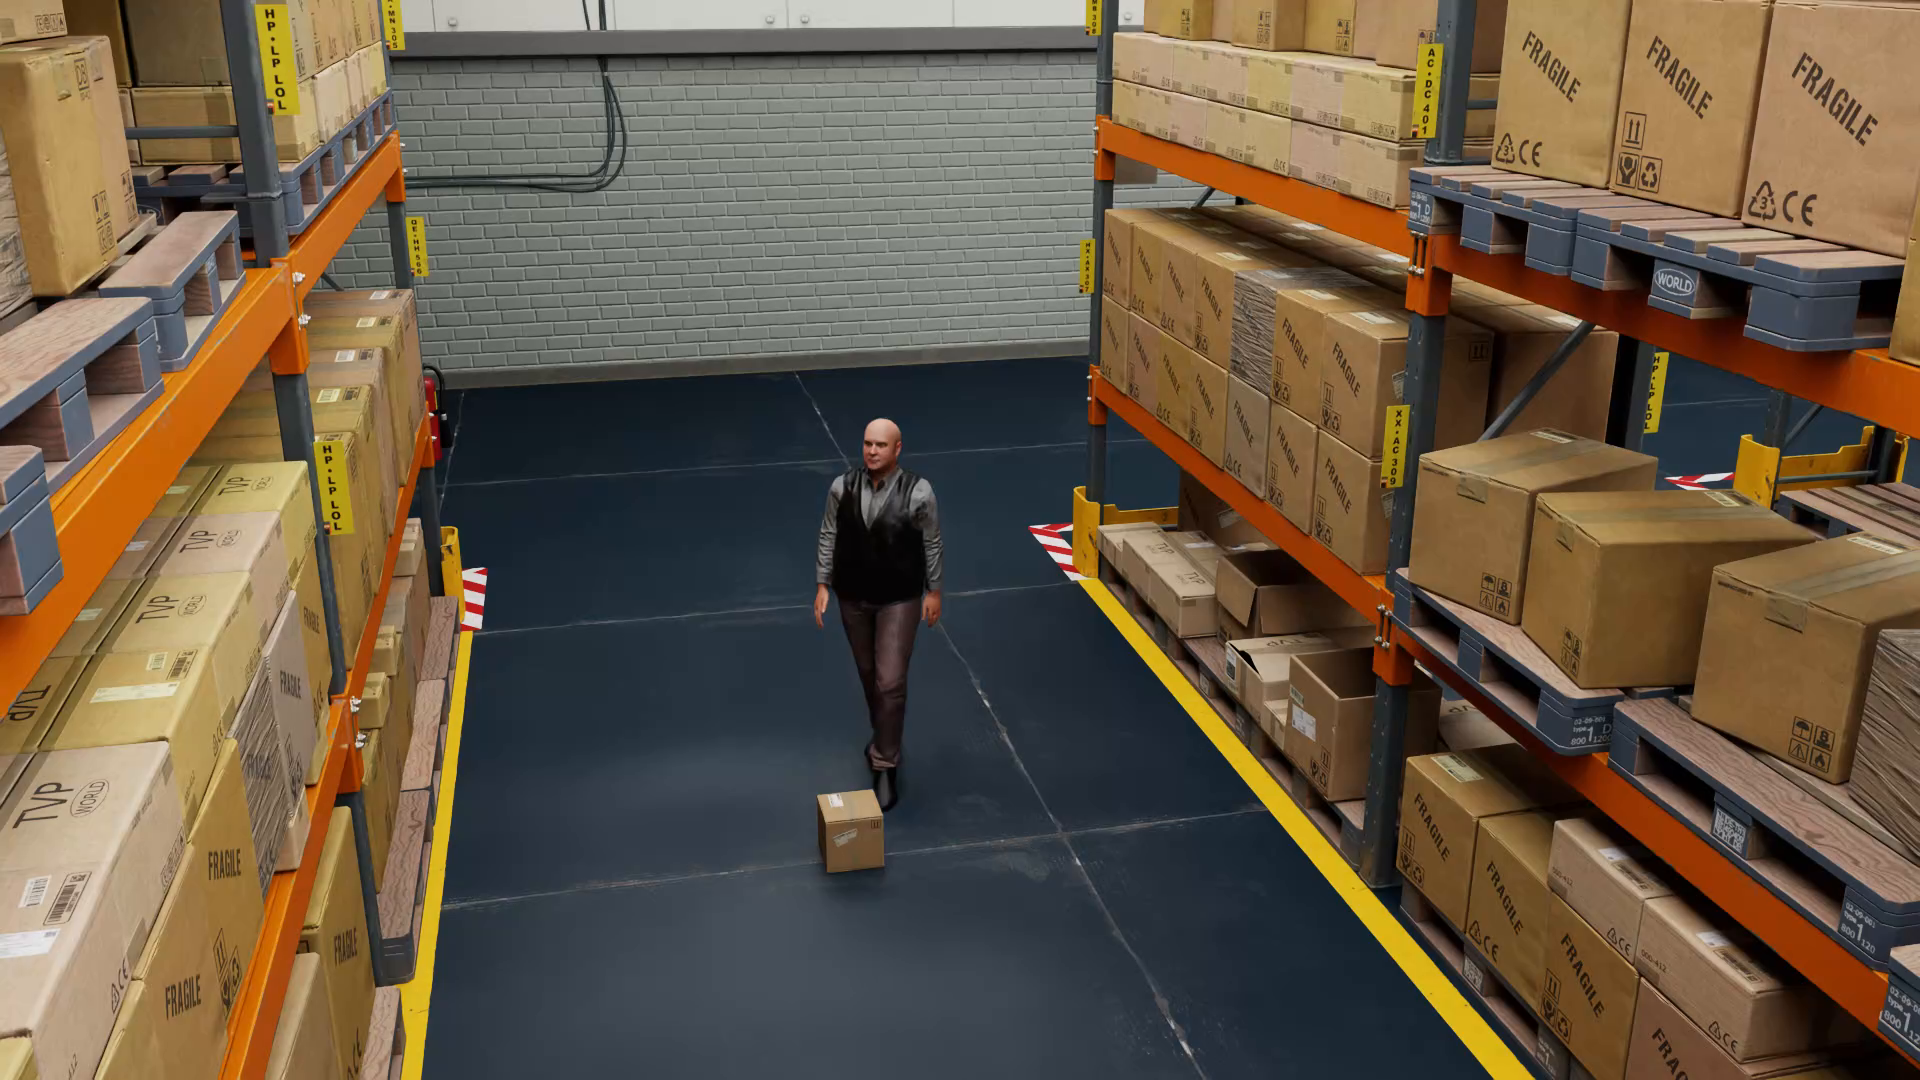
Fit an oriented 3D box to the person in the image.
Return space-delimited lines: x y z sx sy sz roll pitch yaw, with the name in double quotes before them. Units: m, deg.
"person" -0.408 0.310 7.731 0.566 1.745 0.696 7 21 18
